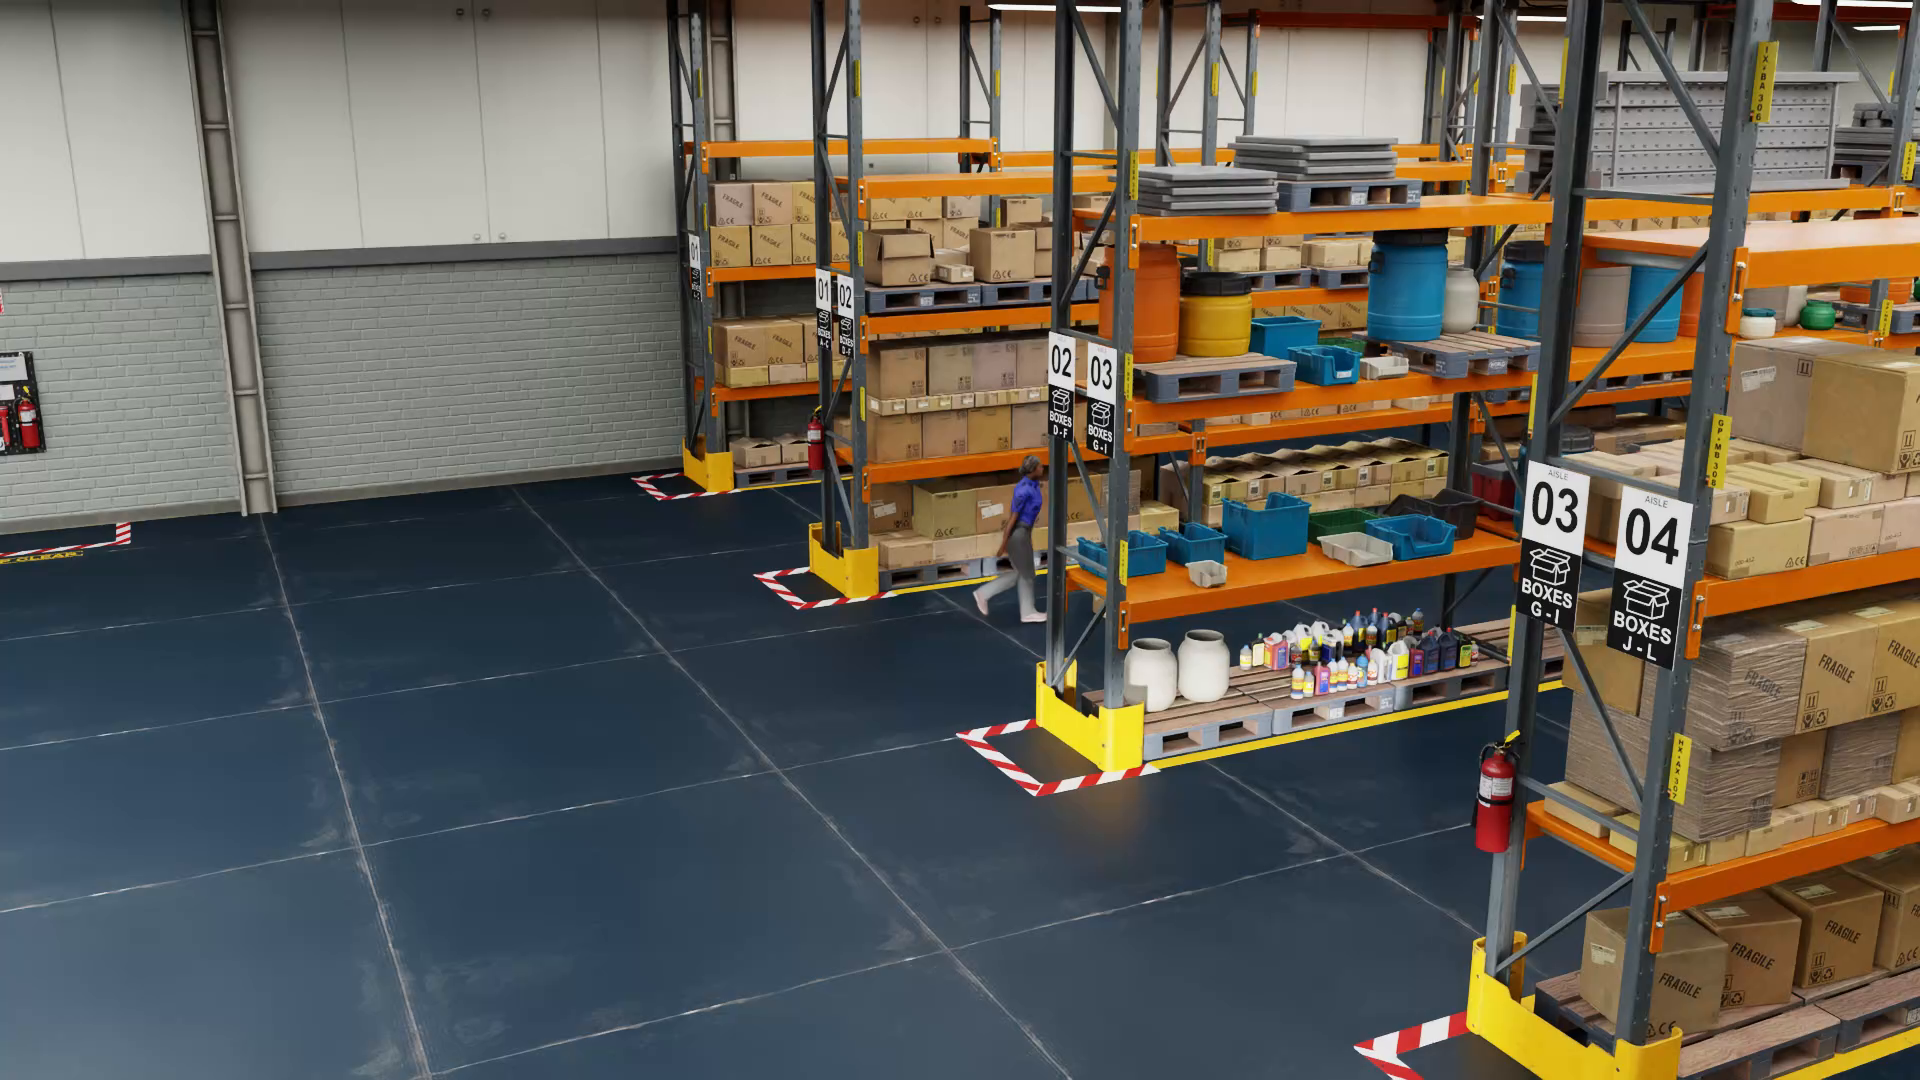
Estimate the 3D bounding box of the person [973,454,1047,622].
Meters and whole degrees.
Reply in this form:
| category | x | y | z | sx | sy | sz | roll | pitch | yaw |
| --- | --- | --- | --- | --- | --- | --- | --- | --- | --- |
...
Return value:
| category | x | y | z | sx | sy | sz | roll | pitch | yaw |
| --- | --- | --- | --- | --- | --- | --- | --- | --- | --- |
| person | 0.506 | -0.027 | 15.886 | 0.758 | 1.618 | 0.529 | 3 | 16 | 10 |
